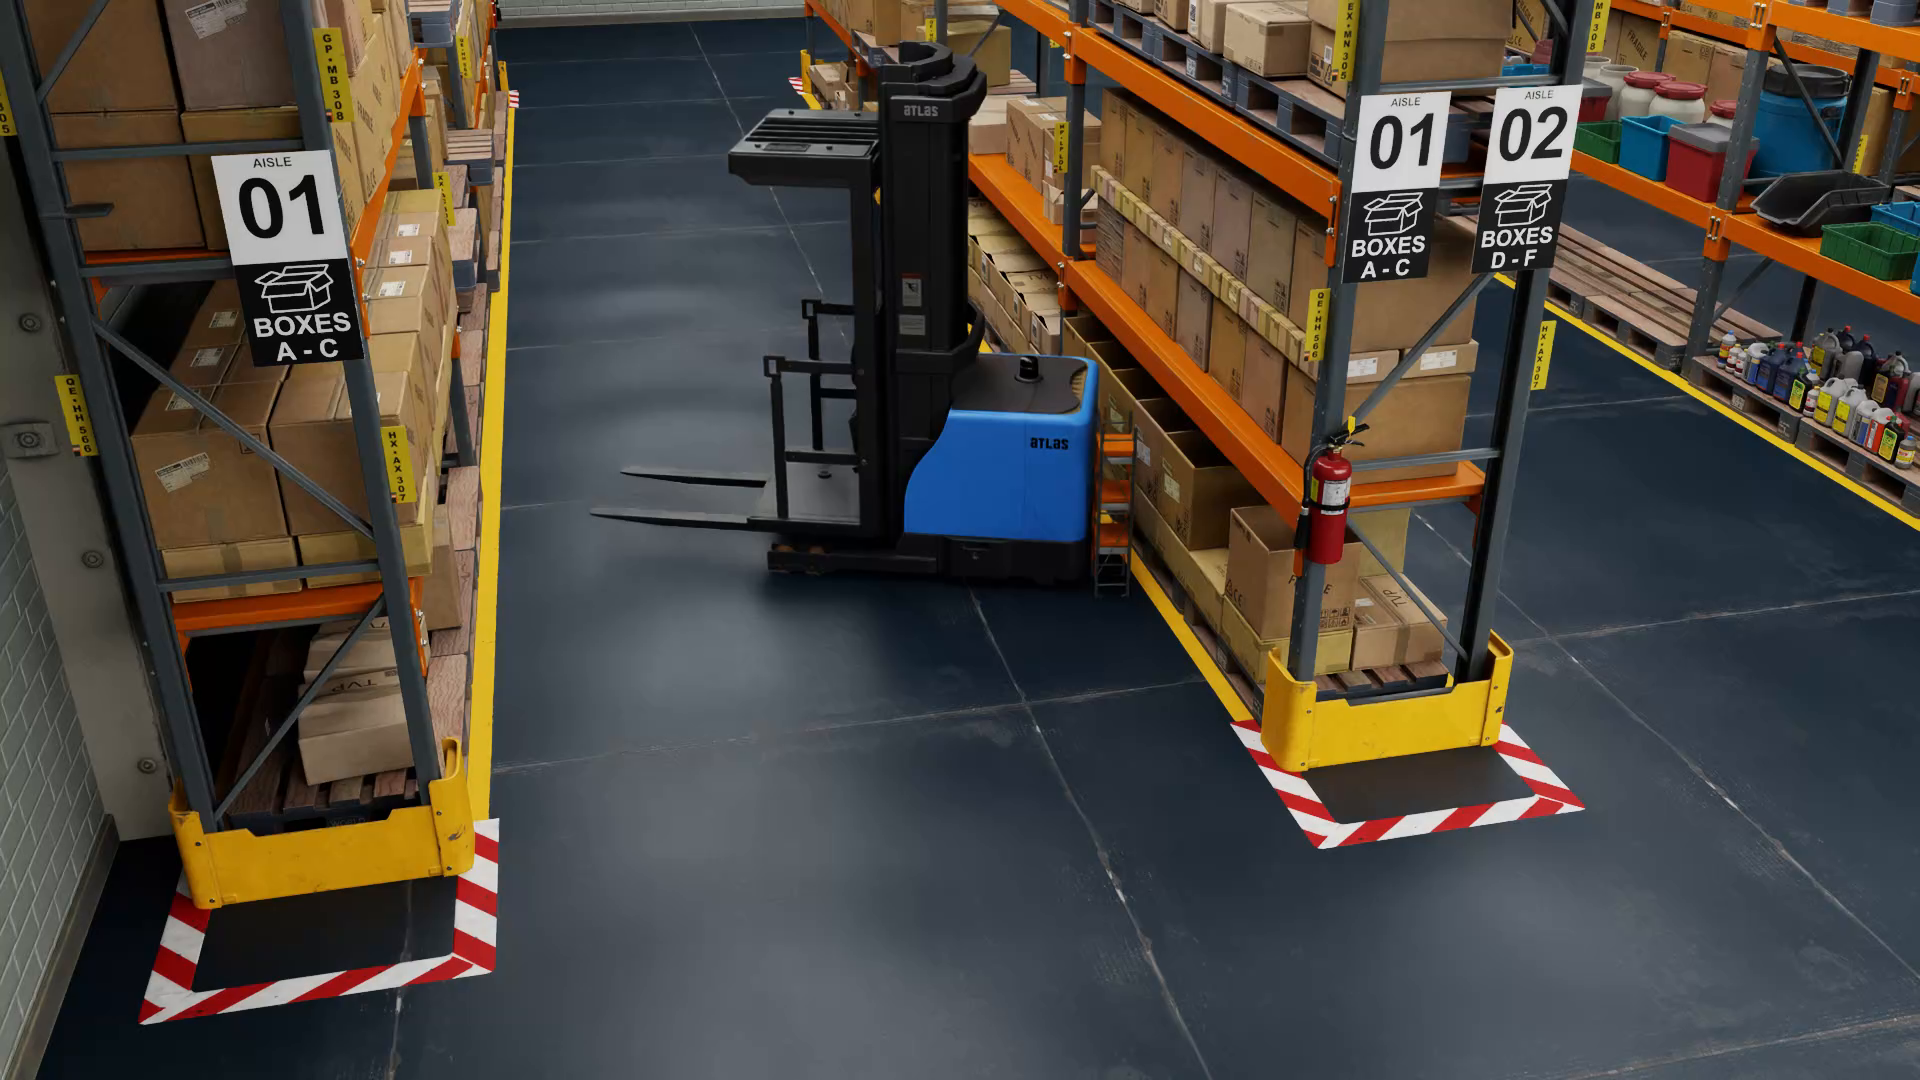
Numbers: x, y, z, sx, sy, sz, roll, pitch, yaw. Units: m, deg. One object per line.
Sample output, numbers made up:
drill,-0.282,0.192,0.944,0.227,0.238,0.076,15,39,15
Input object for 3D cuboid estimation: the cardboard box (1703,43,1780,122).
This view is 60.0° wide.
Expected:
cardboard box,9.399,-5.198,19.112,1.225,0.875,0.875,-7,28,-13

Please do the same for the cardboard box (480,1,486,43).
cardboard box,-5.711,-5.816,18.111,0.980,0.700,0.700,-7,28,-13

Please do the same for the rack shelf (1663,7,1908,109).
rack shelf,9.483,-5.431,18.480,1.077,0.370,4.000,-6,27,-12

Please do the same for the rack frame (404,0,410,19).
rack frame,-3.642,-4.288,8.758,1.000,3.000,0.127,-6,27,-12

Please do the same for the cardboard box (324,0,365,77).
cardboard box,-2.655,-2.112,6.533,0.500,0.500,0.500,-6,27,-12

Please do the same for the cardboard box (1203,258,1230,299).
cardboard box,1.520,-1.409,8.882,0.380,0.149,0.250,-5,27,-10

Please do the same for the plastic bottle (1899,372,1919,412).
plastic bottle,6.585,-1.045,11.526,0.152,0.276,0.135,-5,27,-11

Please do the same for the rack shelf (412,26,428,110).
rack shelf,-4.093,-3.505,11.336,1.077,0.370,4.000,-6,27,-12

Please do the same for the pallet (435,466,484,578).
pallet,-3.456,-0.073,10.161,1.003,0.211,1.213,-6,27,-12

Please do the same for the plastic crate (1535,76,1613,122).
plastic crate,5.175,-3.660,14.101,0.402,0.464,0.583,-6,27,-12

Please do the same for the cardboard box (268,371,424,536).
cardboard box,-2.556,-0.370,6.967,0.500,0.500,0.500,-6,27,-12

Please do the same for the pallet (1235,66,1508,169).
pallet,1.951,-1.971,7.595,1.003,0.211,1.213,-6,27,-12

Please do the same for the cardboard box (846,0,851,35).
cardboard box,-0.982,-5.864,18.428,0.500,0.500,0.500,-6,27,-11

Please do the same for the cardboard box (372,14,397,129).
cardboard box,-2.921,-2.118,7.656,0.500,0.500,0.500,-4,27,-8

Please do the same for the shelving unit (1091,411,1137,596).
shelving unit,0.874,-0.203,9.487,0.215,1.050,0.252,0,27,-1

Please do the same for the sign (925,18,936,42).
sign,-0.245,-4.292,14.228,0.100,0.325,0.005,-6,27,-12

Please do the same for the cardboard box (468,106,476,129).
cardboard box,-4.418,-3.667,14.443,0.380,0.149,0.250,-5,27,-10

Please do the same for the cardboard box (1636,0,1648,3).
cardboard box,8.586,-6.732,20.538,0.380,0.149,0.250,-5,27,-11

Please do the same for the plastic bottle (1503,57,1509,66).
plastic bottle,5.178,-4.524,16.021,0.152,0.276,0.135,-6,27,-12

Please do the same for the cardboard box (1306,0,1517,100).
cardboard box,1.959,-2.246,7.306,0.797,0.503,0.637,-4,27,-8

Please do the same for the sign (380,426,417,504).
sign,-2.212,-0.295,6.545,0.100,0.325,0.005,-6,27,-12

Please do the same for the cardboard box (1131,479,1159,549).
cardboard box,1.326,-0.181,9.865,0.500,0.250,0.500,-6,27,-12

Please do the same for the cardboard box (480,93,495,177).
cardboard box,-5.172,-4.077,16.919,0.750,0.750,0.750,-6,27,-11

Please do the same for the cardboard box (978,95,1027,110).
cardboard box,0.321,-3.666,14.284,0.500,0.311,0.500,-4,27,-8

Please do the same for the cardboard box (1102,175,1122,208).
cardboard box,1.112,-2.201,10.450,0.380,0.149,0.250,-6,27,-11

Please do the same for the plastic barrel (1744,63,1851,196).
plastic barrel,6.218,-3.040,12.387,0.600,0.901,0.708,-6,27,-12

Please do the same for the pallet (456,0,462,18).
pallet,-3.914,-3.602,10.936,1.213,0.211,1.003,-6,27,-12

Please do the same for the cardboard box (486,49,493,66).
cardboard box,-5.827,-5.792,19.984,0.380,0.149,0.250,-5,27,-10

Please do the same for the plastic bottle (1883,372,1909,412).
plastic bottle,6.481,-1.037,11.502,0.061,0.283,0.133,-6,27,-12

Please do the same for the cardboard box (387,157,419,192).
cardboard box,-3.724,-2.077,10.438,0.700,0.500,0.500,-6,27,-11

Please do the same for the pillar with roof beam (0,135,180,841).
pillar with roof beam,0.453,-3.188,6.580,9.100,9.000,0.400,-6,27,-12

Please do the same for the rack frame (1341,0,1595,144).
rack frame,2.085,-3.036,6.279,1.000,3.000,0.127,-6,27,-12

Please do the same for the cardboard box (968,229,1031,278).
cardboard box,0.353,-2.367,13.574,0.500,0.311,0.500,-7,28,-13

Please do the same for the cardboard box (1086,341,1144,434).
cardboard box,1.103,-0.955,10.566,0.500,0.500,0.500,-6,27,-12

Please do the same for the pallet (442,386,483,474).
pallet,-3.819,-0.706,11.415,1.003,0.211,1.213,-6,27,-12

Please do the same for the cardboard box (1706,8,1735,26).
cardboard box,9.007,-6.227,19.148,0.500,0.500,0.500,-6,27,-12

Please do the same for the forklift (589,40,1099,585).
forklift,-0.707,-1.330,9.632,3.031,2.935,1.130,3,27,7

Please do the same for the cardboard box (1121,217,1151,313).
cardboard box,1.415,-1.734,10.245,0.700,0.500,0.500,-6,27,-12

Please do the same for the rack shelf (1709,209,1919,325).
rack shelf,6.461,-1.416,10.526,1.077,0.370,4.000,-6,27,-12

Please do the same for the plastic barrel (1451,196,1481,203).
plastic barrel,4.982,-3.803,16.399,0.600,0.830,0.708,-6,27,-12

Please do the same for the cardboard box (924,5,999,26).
cardboard box,0.010,-4.788,15.831,0.700,0.500,0.500,-1,27,-2

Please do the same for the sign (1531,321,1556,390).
sign,2.627,-0.834,7.524,0.100,0.325,0.005,-6,27,-12

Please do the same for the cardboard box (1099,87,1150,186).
cardboard box,1.289,-2.544,10.410,0.700,0.500,0.500,-6,27,-11

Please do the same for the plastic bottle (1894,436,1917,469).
plastic bottle,6.070,-0.568,10.665,0.097,0.201,0.097,0,27,0

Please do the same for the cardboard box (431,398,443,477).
cardboard box,-2.781,-0.493,8.041,0.500,0.250,0.500,-6,27,-12

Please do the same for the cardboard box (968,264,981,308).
cardboard box,0.351,-2.122,13.711,0.500,0.250,0.500,-7,28,-13

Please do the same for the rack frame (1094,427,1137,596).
rack frame,0.876,-0.148,9.378,0.200,1.050,0.008,0,27,-1

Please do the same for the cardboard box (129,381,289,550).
cardboard box,-3.054,-0.316,6.858,0.500,0.500,0.500,-6,27,-12

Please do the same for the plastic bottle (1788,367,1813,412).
plastic bottle,5.827,-1.043,11.514,0.061,0.283,0.133,-5,27,-9

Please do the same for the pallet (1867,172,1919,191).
pallet,9.830,-3.983,17.908,1.003,0.211,1.213,-6,27,-12

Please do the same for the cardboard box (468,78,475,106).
cardboard box,-4.513,-4.022,14.426,0.500,0.500,0.500,-5,27,-10

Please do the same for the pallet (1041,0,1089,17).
pallet,0.972,-3.754,11.242,0.805,0.209,1.217,-7,28,-14
